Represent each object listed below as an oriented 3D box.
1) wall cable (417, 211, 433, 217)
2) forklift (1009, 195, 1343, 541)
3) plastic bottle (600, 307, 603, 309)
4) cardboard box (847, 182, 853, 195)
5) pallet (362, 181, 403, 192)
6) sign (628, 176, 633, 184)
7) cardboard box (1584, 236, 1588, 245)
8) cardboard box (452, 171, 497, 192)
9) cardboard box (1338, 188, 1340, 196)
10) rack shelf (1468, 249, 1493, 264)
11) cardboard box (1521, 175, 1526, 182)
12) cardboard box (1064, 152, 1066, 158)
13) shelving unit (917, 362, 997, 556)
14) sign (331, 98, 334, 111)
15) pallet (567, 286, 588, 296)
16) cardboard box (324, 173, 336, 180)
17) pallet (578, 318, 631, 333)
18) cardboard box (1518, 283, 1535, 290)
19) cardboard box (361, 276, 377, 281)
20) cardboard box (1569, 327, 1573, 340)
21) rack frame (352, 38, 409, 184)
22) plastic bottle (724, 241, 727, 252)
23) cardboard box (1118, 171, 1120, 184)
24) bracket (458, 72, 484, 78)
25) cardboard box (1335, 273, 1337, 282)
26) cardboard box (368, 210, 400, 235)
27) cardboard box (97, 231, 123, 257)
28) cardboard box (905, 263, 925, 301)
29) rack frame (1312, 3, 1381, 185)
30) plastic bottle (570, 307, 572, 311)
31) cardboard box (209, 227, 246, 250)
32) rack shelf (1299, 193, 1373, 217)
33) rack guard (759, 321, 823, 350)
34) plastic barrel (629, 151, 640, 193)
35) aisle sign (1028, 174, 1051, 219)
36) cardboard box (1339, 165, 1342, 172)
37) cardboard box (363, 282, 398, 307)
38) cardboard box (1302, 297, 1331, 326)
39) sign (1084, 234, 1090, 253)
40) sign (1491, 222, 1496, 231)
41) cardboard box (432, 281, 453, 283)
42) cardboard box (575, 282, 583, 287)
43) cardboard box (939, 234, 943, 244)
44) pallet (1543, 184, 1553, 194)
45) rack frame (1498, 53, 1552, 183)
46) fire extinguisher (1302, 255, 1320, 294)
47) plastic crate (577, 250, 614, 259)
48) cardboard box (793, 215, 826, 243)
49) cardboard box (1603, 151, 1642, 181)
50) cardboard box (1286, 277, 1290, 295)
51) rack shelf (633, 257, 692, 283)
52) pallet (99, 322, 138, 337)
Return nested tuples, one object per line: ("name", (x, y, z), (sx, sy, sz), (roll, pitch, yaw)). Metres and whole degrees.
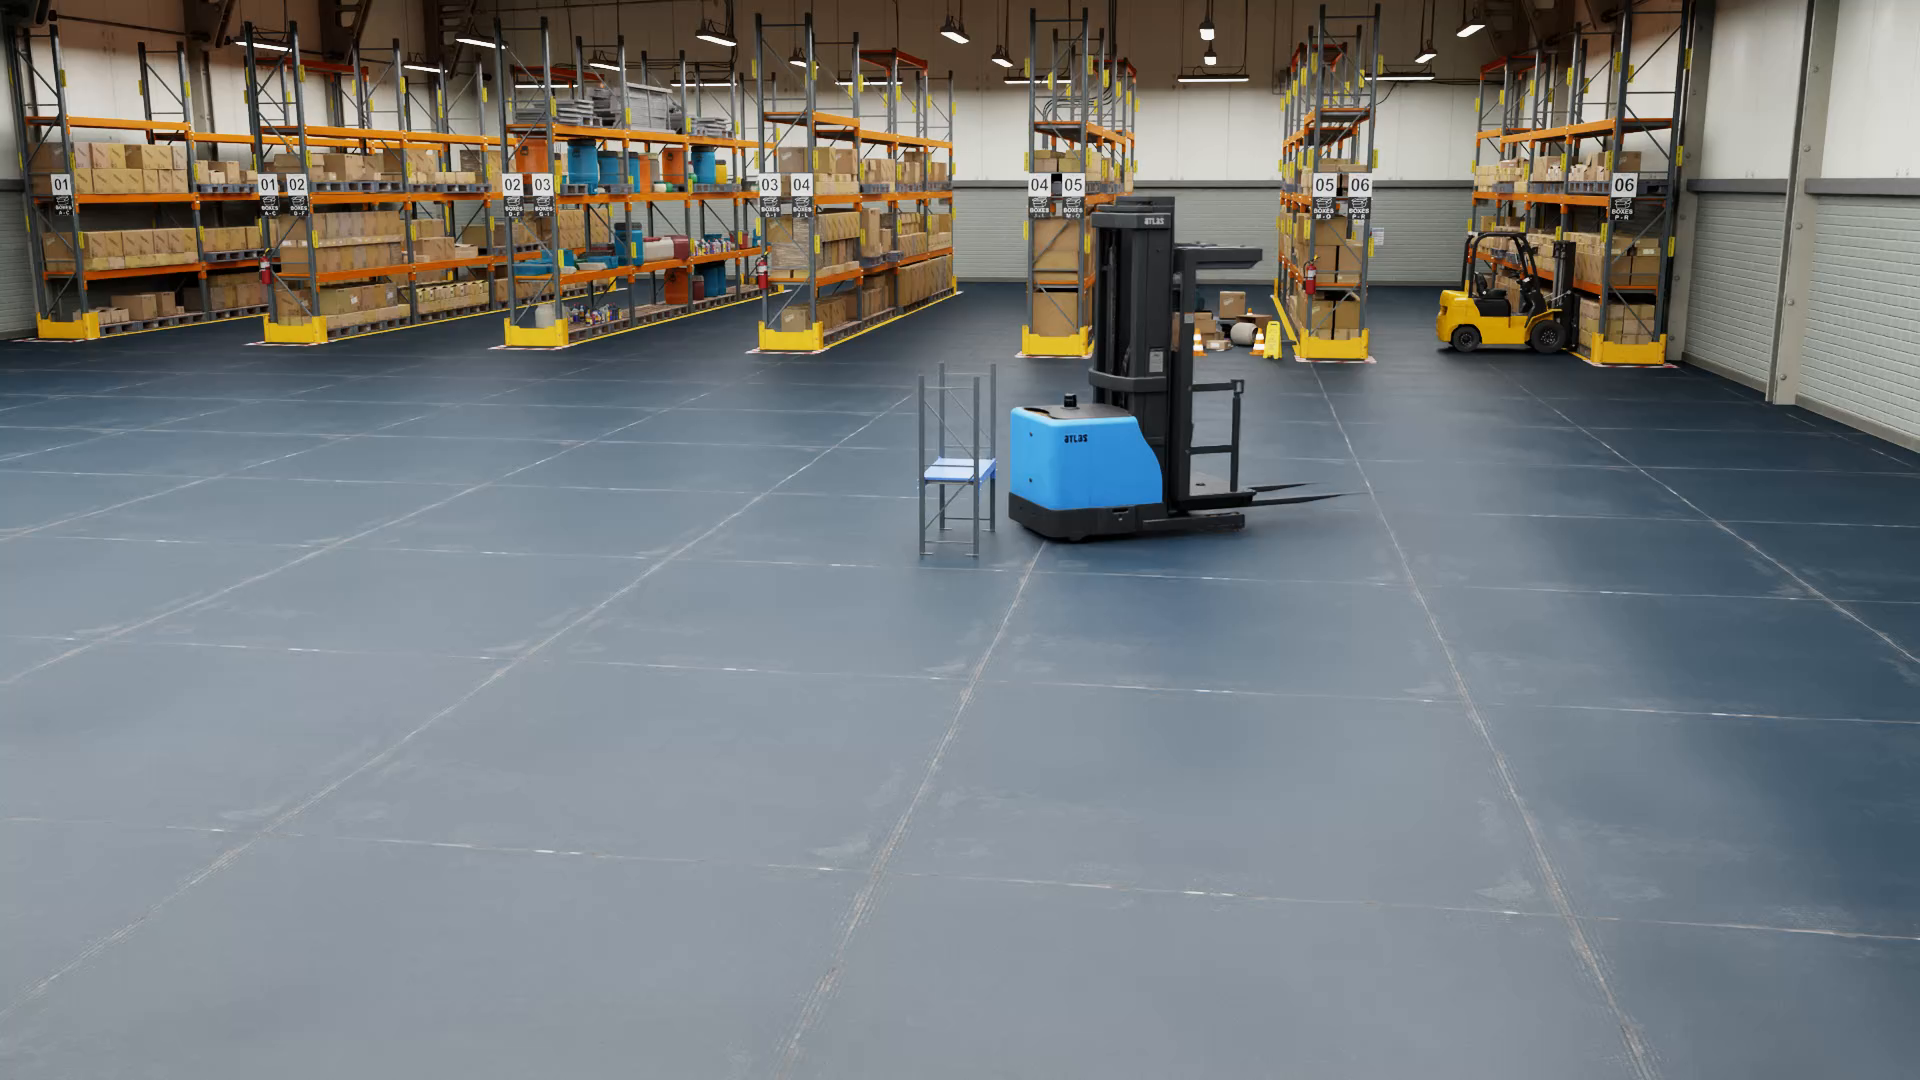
("wall cable", (-16.124, -9.629, 49.641), (0.084, 1.984, 1.851), (2, 12, 9))
("forklift", (2.013, -1.590, 14.914), (3.031, 2.935, 1.130), (-4, 13, -20))
("plastic bottle", (-7.436, -4.716, 34.677), (0.152, 0.276, 0.135), (2, 12, 9))
("cardboard box", (-2.451, -7.037, 33.261), (0.500, 0.250, 0.500), (2, 12, 10))
("pallet", (-12.442, -7.422, 34.903), (1.003, 0.211, 1.213), (2, 12, 9))
("sign", (-6.901, -7.467, 34.879), (0.100, 0.325, 0.005), (2, 12, 9))
("cardboard box", (11.478, -5.403, 29.963), (0.380, 0.149, 0.250), (2, 12, 10))
("cardboard box", (-11.687, -8.617, 40.001), (0.910, 0.500, 0.500), (2, 12, 9))
("cardboard box", (7.078, -6.323, 30.190), (0.380, 0.149, 0.250), (1, 12, 7))
("rack shelf", (13.687, -7.104, 42.047), (1.077, 0.370, 4.000), (2, 12, 9))
("cardboard box", (12.701, -8.037, 36.956), (0.380, 0.149, 0.250), (2, 12, 9))
("cardboard box", (1.868, -7.491, 32.481), (0.380, 0.149, 0.250), (2, 12, 8))
("shelving unit", (-0.013, -0.715, 14.253), (0.538, 1.500, 1.048), (2, 12, 9))
("sign", (-16.546, -11.492, 43.866), (0.100, 0.325, 0.005), (2, 12, 9))
("pallet", (-10.814, -6.877, 45.903), (1.003, 0.211, 1.213), (2, 12, 9))
("cardboard box", (-12.596, -7.201, 32.935), (0.380, 0.149, 0.250), (2, 12, 9))
("pallet", (-7.587, -4.514, 34.940), (1.003, 0.211, 1.213), (2, 12, 9))
("cardboard box", (12.590, -5.619, 36.841), (0.380, 0.149, 0.250), (1, 12, 6))
("cardboard box", (-15.973, -7.017, 44.041), (0.750, 0.750, 0.750), (2, 12, 9))
("cardboard box", (11.523, -3.827, 30.661), (0.500, 0.250, 0.500), (2, 12, 10))
("rack frame", (-12.336, -9.110, 35.405), (1.000, 3.000, 0.127), (2, 12, 9))
("plastic bottle", (-6.010, -7.452, 42.247), (0.152, 0.276, 0.135), (2, 12, 9))
("cardboard box", (3.445, -8.341, 38.717), (0.500, 0.500, 0.500), (2, 12, 9))
("bracket", (-15.137, -14.563, 52.162), (0.076, 0.066, 3.189), (2, 12, 9))
("cardboard box", (6.910, -4.696, 29.760), (0.380, 0.149, 0.250), (2, 12, 9))
("cardboard box", (-12.398, -6.768, 35.460), (0.700, 0.500, 0.500), (2, 12, 9))
("cardboard box", (-17.391, -6.000, 33.741), (0.500, 0.500, 0.500), (2, 12, 9))
("cardboard box", (-1.533, -6.368, 40.967), (1.225, 0.875, 0.875), (1, 12, 7))
("rack frame", (6.628, -7.634, 28.559), (1.000, 3.000, 0.127), (2, 12, 9))
("plastic bottle", (-8.072, -4.676, 34.476), (0.061, 0.283, 0.133), (2, 12, 11))
("cardboard box", (-16.956, -6.960, 38.387), (0.700, 0.500, 0.500), (4, 13, 16))
("rack shelf", (6.936, -6.233, 30.882), (1.077, 0.370, 4.000), (2, 12, 9))
("rack guard", (-3.152, -3.817, 31.017), (1.175, 0.500, 0.348), (2, 12, 9))
("plastic barrel", (-7.378, -8.113, 36.707), (0.600, 0.901, 0.708), (2, 12, 9))
("aisle sign", (1.414, -6.107, 29.540), (0.394, 0.787, 0.004), (2, 12, 9))
("cardboard box", (6.908, -6.556, 29.376), (0.380, 0.149, 0.250), (2, 12, 8))
("cardboard box", (-12.280, -5.198, 35.242), (0.500, 0.500, 0.500), (2, 12, 9))
("cardboard box", (6.571, -4.214, 30.675), (0.500, 0.500, 0.500), (2, 12, 11))
("sign", (2.269, -5.284, 29.648), (0.100, 0.325, 0.005), (2, 12, 9))
("sign", (12.842, -7.479, 40.022), (0.100, 0.325, 0.005), (2, 12, 9))
("cardboard box", (-12.164, -5.936, 39.117), (0.500, 0.311, 0.500), (2, 12, 7))
("cardboard box", (-10.822, -7.229, 45.797), (0.797, 0.503, 0.637), (2, 12, 9))
("cardboard box", (-0.748, -7.996, 44.127), (0.500, 0.250, 0.500), (2, 12, 9))
("pallet", (12.579, -7.204, 34.130), (1.003, 0.211, 1.213), (2, 12, 11))
("rack frame", (13.379, -9.972, 39.407), (1.000, 3.000, 0.127), (2, 12, 9))
("fire extinguisher", (6.155, -4.655, 29.157), (0.296, 0.674, 0.183), (2, 12, 9))
("plastic crate", (-7.649, -5.881, 34.809), (0.767, 0.338, 0.504), (2, 12, 9))
("cardboard box", (-2.810, -5.812, 31.024), (0.500, 0.500, 0.500), (2, 12, 9))
("cardboard box", (11.361, -6.411, 28.531), (0.500, 0.500, 0.500), (2, 12, 11))
("cardboard box", (8.814, -6.466, 42.463), (0.875, 0.438, 0.875), (2, 12, 7))
("rack shelf", (-7.135, -6.081, 37.297), (1.077, 0.370, 4.000), (2, 12, 9))
("pallet", (-17.675, -4.325, 34.061), (1.003, 0.211, 1.213), (2, 12, 9))
